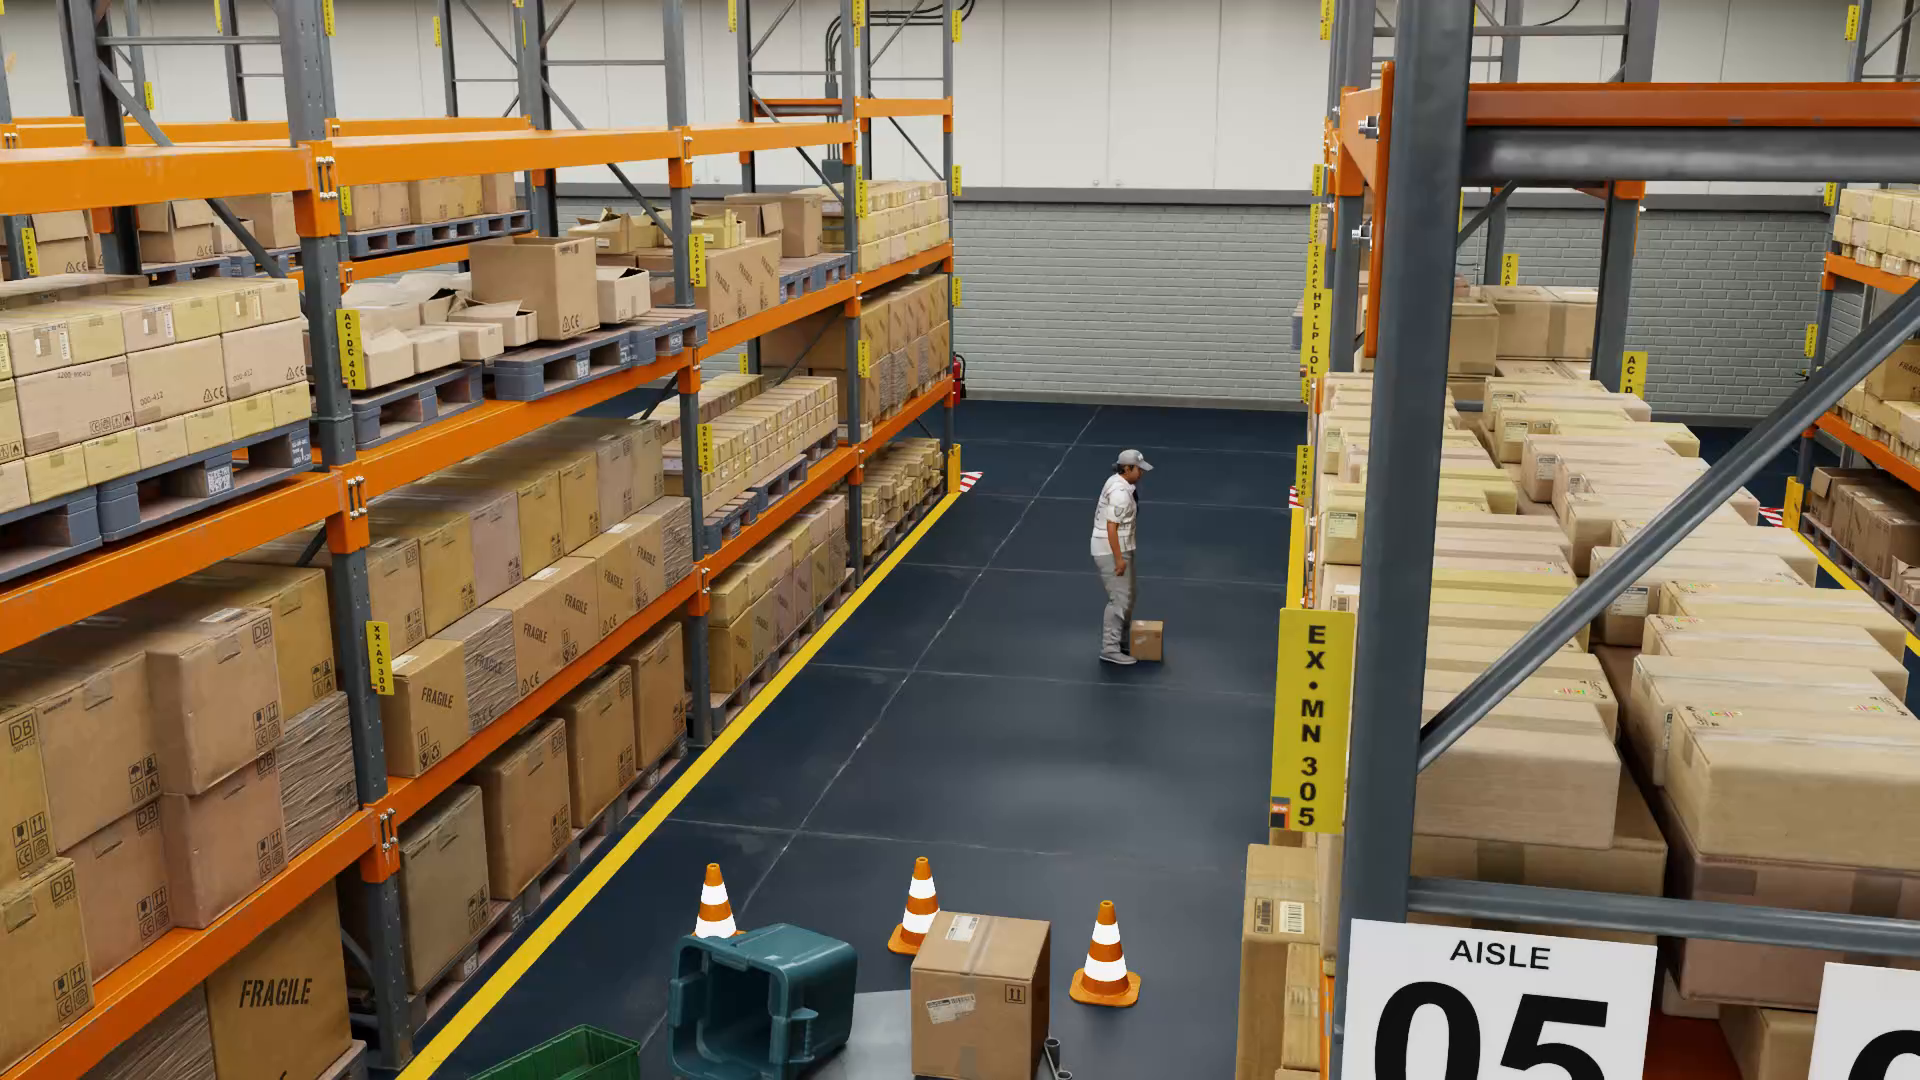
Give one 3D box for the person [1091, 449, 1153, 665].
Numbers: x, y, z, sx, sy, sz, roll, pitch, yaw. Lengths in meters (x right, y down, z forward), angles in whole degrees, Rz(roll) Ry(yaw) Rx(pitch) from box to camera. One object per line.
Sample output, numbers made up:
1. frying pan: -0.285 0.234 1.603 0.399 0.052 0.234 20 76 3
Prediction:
1. person: 1.265 0.109 13.091 0.470 1.664 0.549 2 15 9
